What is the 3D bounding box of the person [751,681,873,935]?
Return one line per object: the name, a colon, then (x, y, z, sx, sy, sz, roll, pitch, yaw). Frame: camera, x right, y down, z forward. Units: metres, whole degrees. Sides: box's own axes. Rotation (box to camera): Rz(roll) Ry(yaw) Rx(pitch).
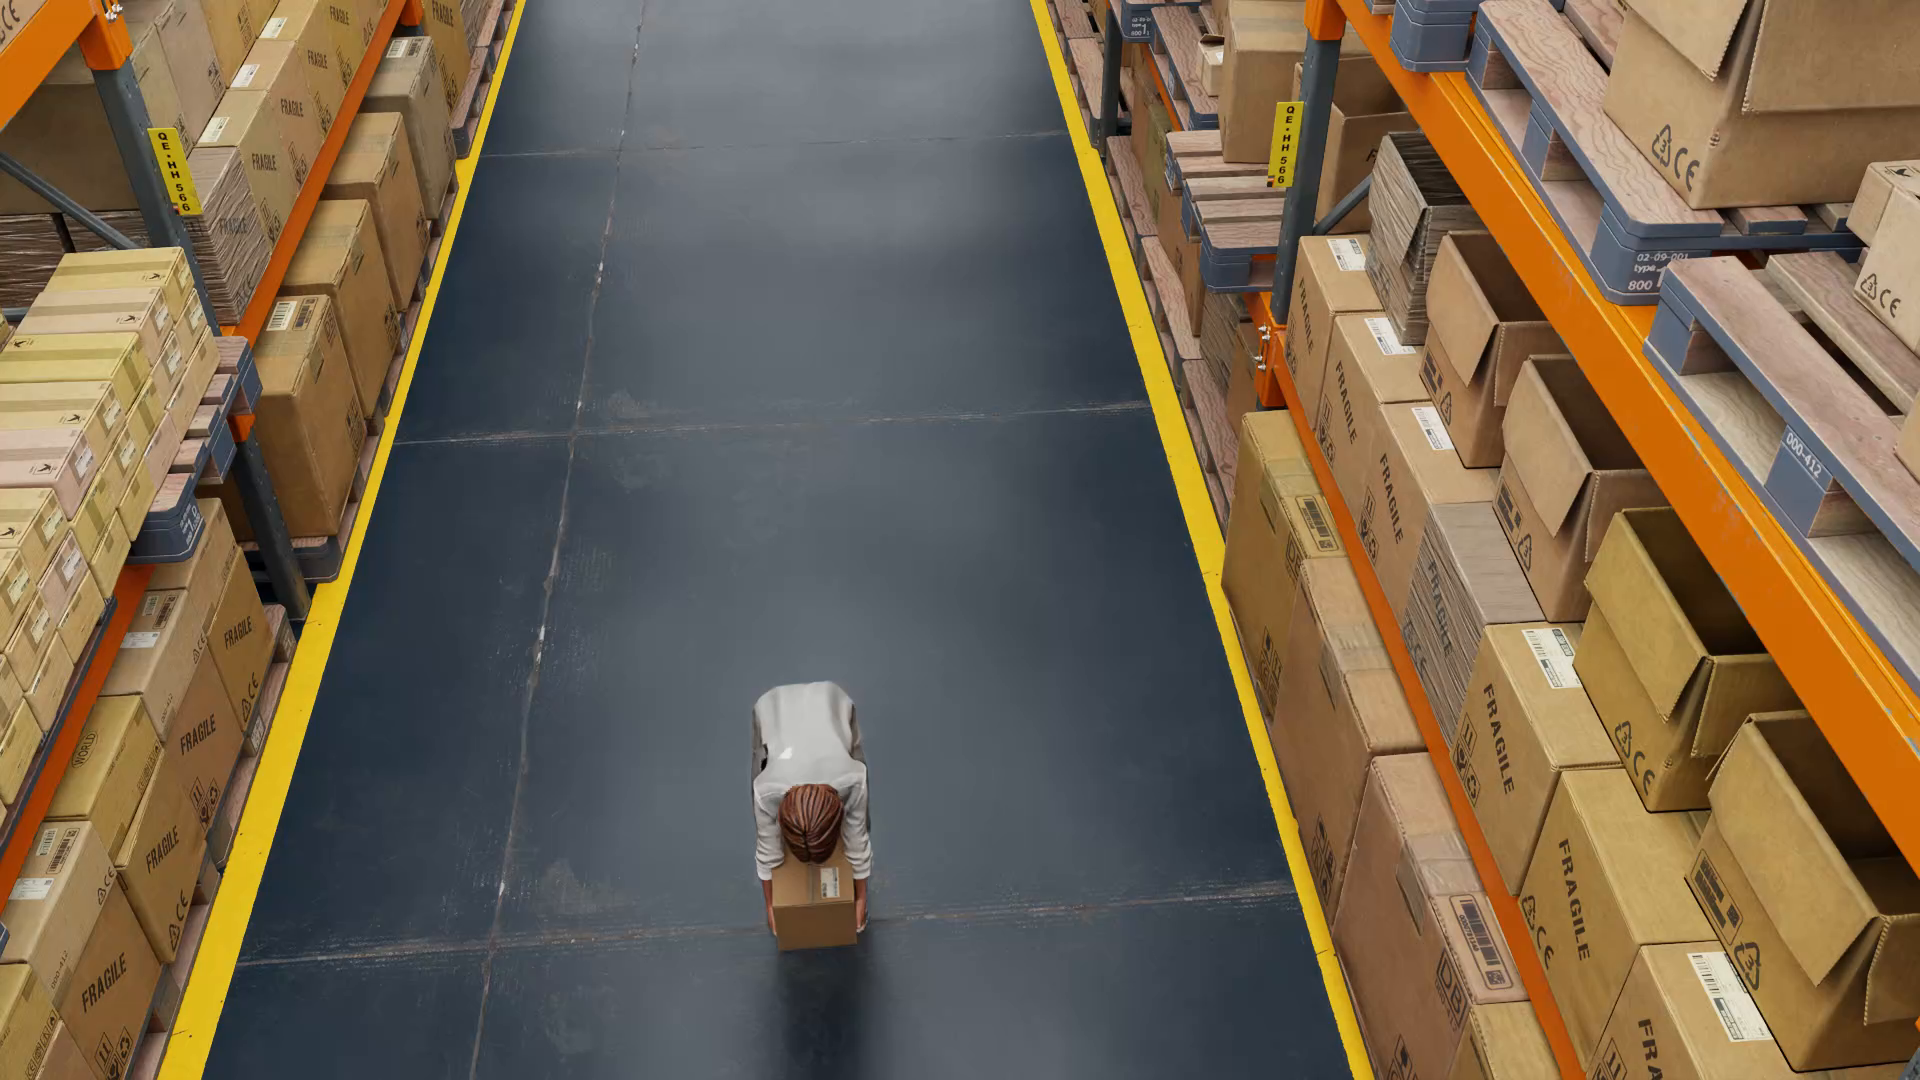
person: (-0.469, 0.981, 5.342, 0.385, 1.139, 0.848, -4, 40, -5)
